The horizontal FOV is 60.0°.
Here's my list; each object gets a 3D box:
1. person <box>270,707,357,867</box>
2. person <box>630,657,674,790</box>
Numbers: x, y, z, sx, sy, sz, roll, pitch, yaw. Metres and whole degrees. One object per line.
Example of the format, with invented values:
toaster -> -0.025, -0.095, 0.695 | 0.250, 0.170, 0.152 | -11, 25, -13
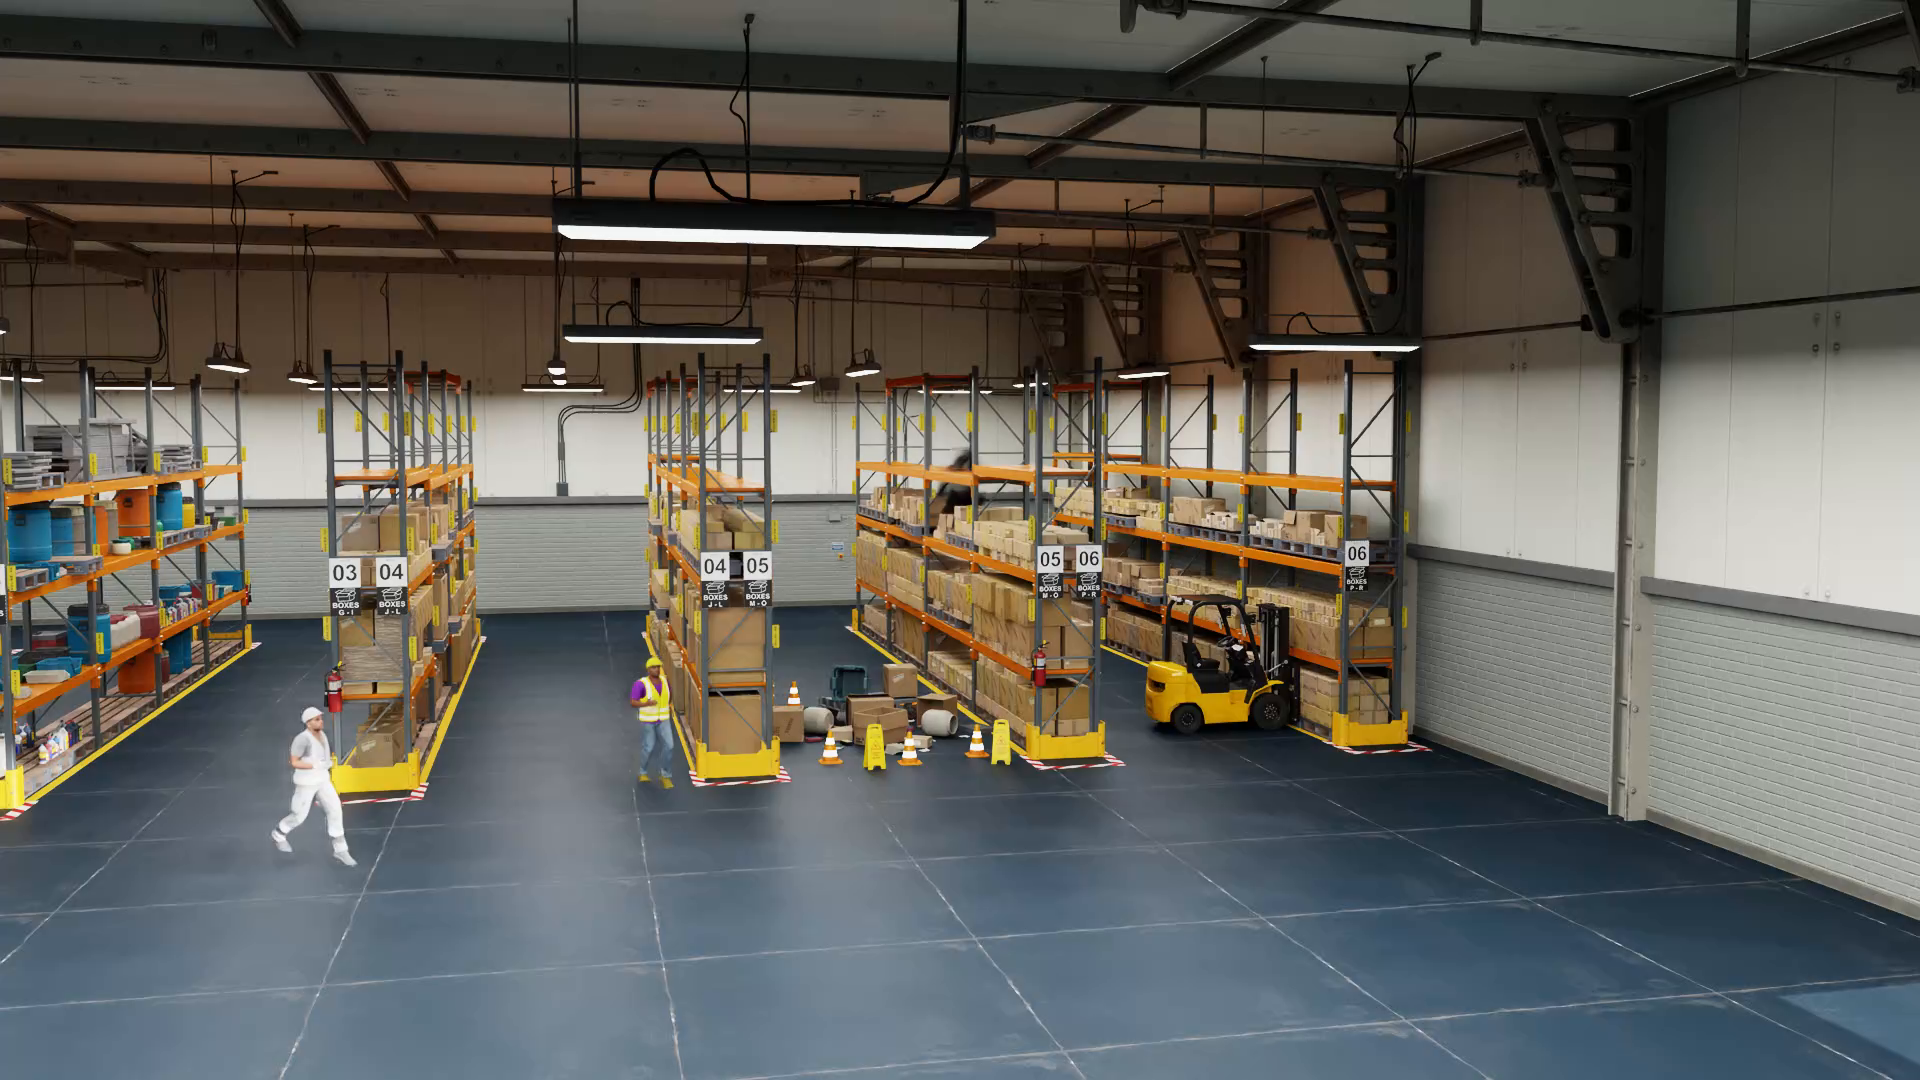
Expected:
person -> -7.407, 2.803, 18.892 | 1.088, 1.818, 0.619 | 2, 4, 22
person -> -4.216, 2.538, 22.910 | 0.694, 1.852, 0.670 | -3, 5, -34
